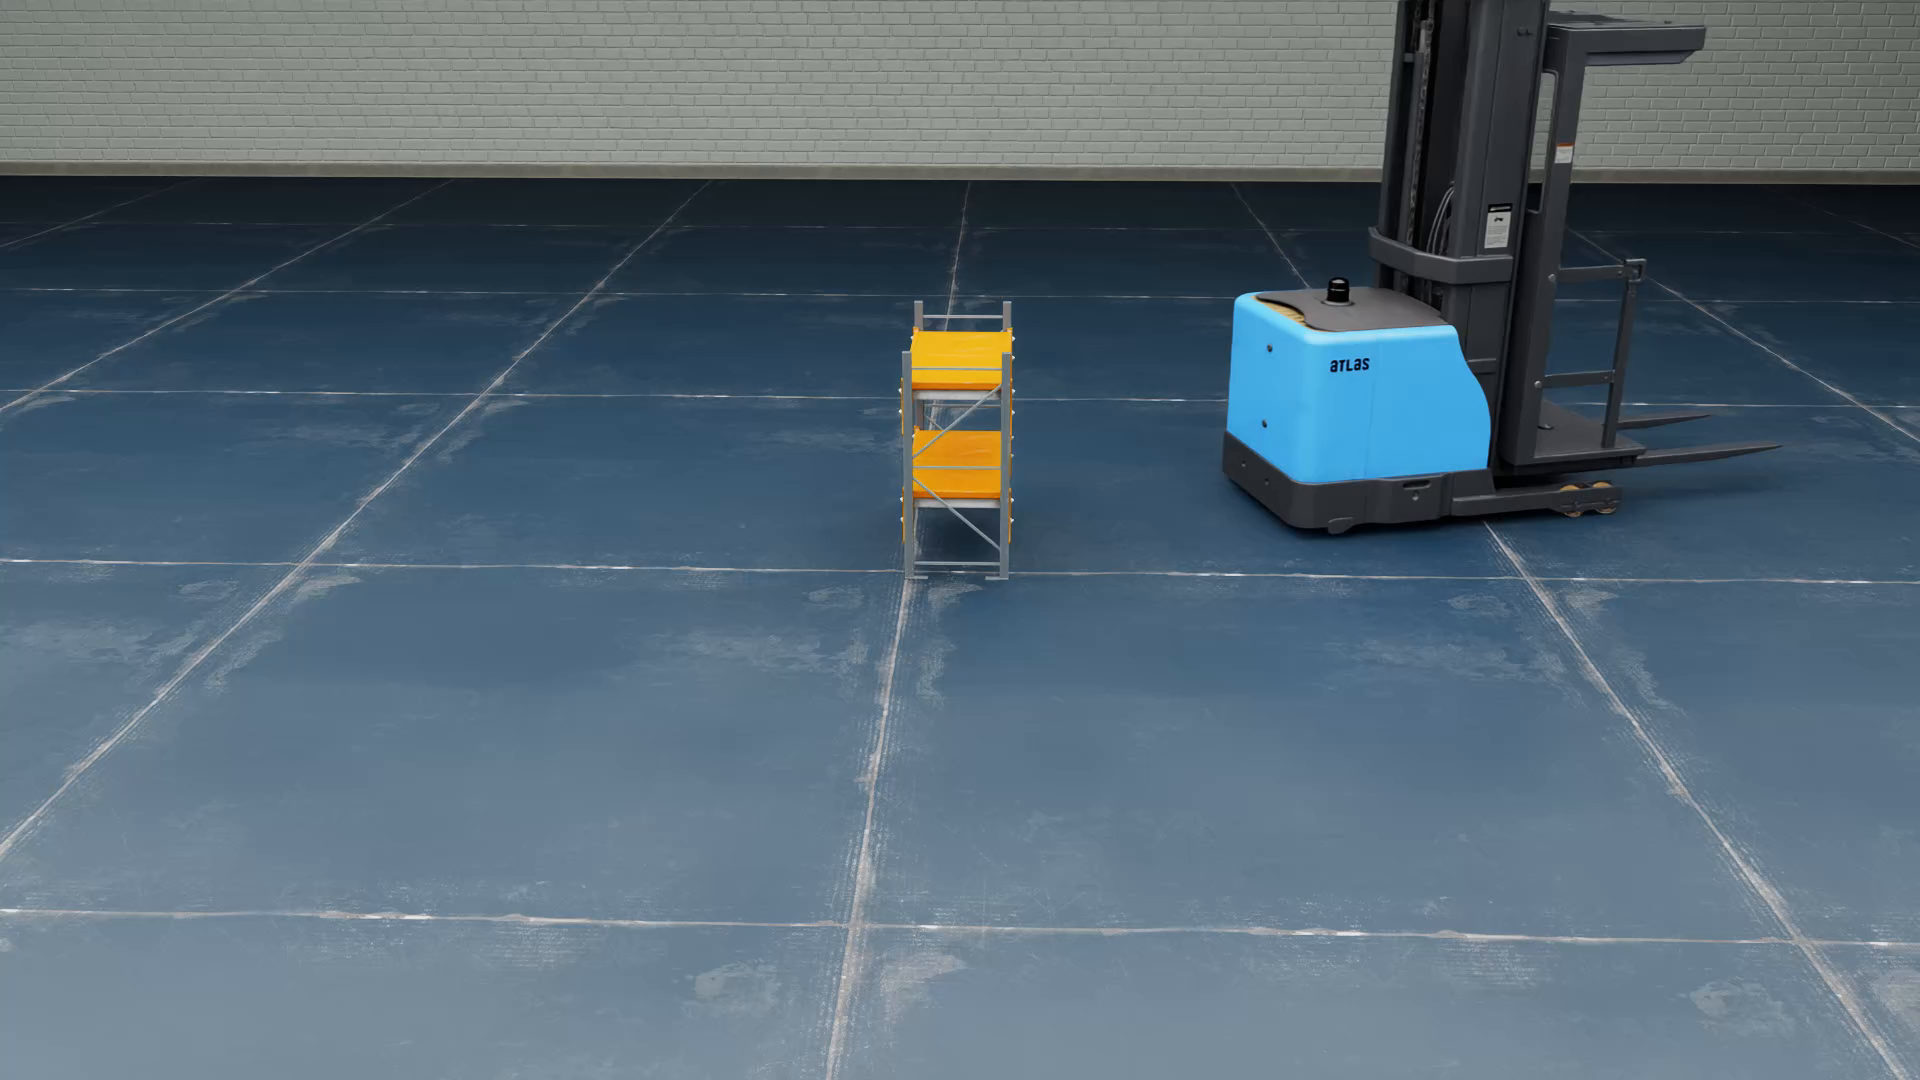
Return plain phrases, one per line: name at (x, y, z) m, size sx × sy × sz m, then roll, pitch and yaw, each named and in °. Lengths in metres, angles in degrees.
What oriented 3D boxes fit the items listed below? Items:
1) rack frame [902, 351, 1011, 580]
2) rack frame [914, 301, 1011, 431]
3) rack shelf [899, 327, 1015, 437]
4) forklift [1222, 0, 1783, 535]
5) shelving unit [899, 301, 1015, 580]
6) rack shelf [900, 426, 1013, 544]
rack frame at (-0.016, -0.338, 7.845) m, size 0.500 × 1.125 × 0.032 m, roll 1°, pitch 21°, yaw 2°
rack frame at (0.015, -0.706, 8.793) m, size 0.500 × 1.125 × 0.032 m, roll 1°, pitch 21°, yaw 2°
rack shelf at (0.000, -0.795, 8.213) m, size 0.538 × 0.278 × 1.000 m, roll 1°, pitch 21°, yaw 2°
forklift at (3.044, -1.668, 8.775) m, size 3.031 × 2.935 × 1.130 m, roll -5°, pitch 22°, yaw -13°
shelving unit at (0.000, -0.522, 8.319) m, size 0.538 × 1.125 × 1.048 m, roll 1°, pitch 21°, yaw 2°
rack shelf at (0.000, -0.294, 8.408) m, size 0.538 × 0.278 × 1.000 m, roll 1°, pitch 21°, yaw 2°
